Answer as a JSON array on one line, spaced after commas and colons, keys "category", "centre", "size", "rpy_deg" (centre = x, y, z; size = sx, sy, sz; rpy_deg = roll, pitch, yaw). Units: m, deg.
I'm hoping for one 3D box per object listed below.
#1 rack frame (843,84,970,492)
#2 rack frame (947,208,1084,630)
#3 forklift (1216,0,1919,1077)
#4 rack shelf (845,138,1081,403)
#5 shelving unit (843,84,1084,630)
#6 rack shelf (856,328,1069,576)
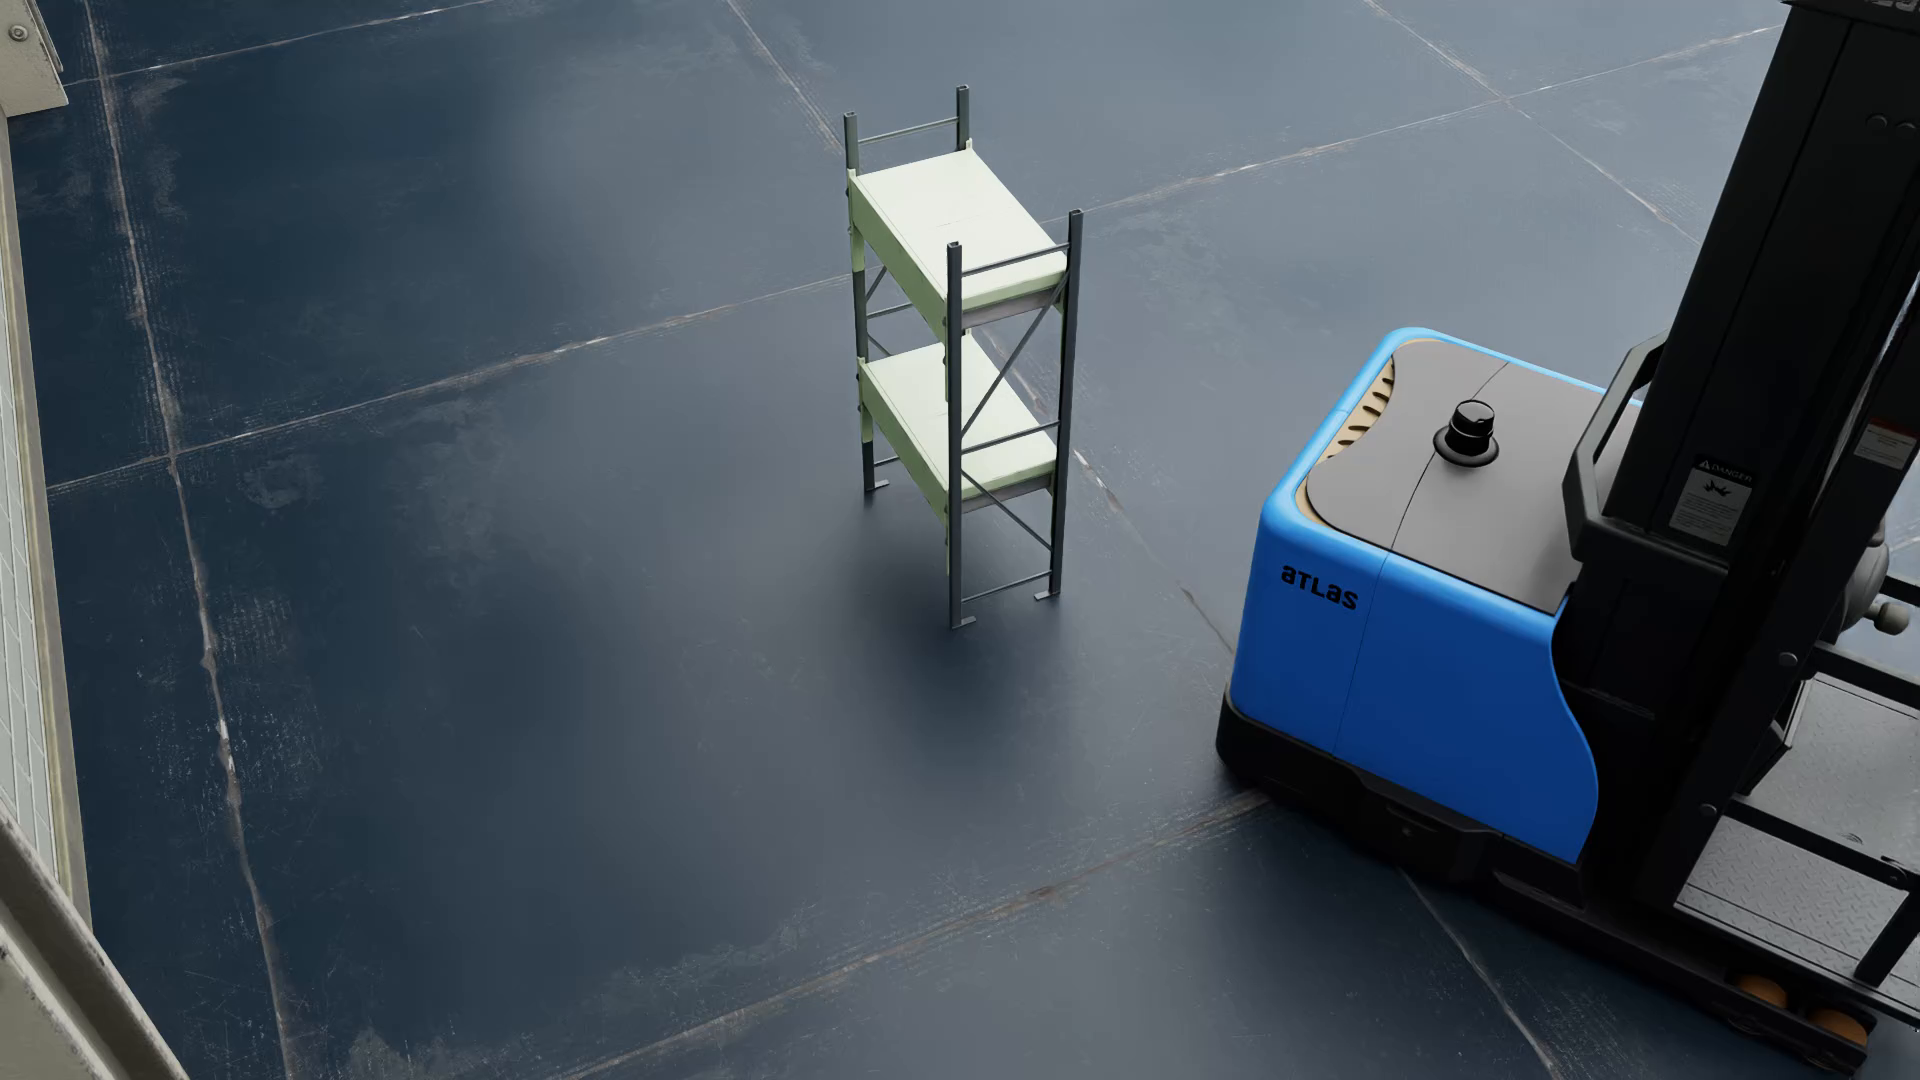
[{"category": "rack frame", "centre": [-0.157, -0.771, 5.464], "size": [0.400, 1.500, 0.023], "rpy_deg": [-18, 47, -17]}, {"category": "rack frame", "centre": [0.151, -0.305, 4.991], "size": [0.400, 1.500, 0.023], "rpy_deg": [-18, 47, -17]}, {"category": "forklift", "centre": [2.293, -0.091, 3.755], "size": [3.031, 2.935, 1.130], "rpy_deg": [24, 49, 22]}, {"category": "rack shelf", "centre": [-0.003, -0.816, 4.953], "size": [0.431, 0.370, 0.720], "rpy_deg": [-18, 47, -17]}, {"category": "shelving unit", "centre": [-0.003, -0.538, 5.228], "size": [0.431, 1.500, 0.755], "rpy_deg": [-18, 47, -17]}, {"category": "rack shelf", "centre": [-0.003, -0.306, 5.457], "size": [0.431, 0.370, 0.720], "rpy_deg": [-18, 47, -17]}]
